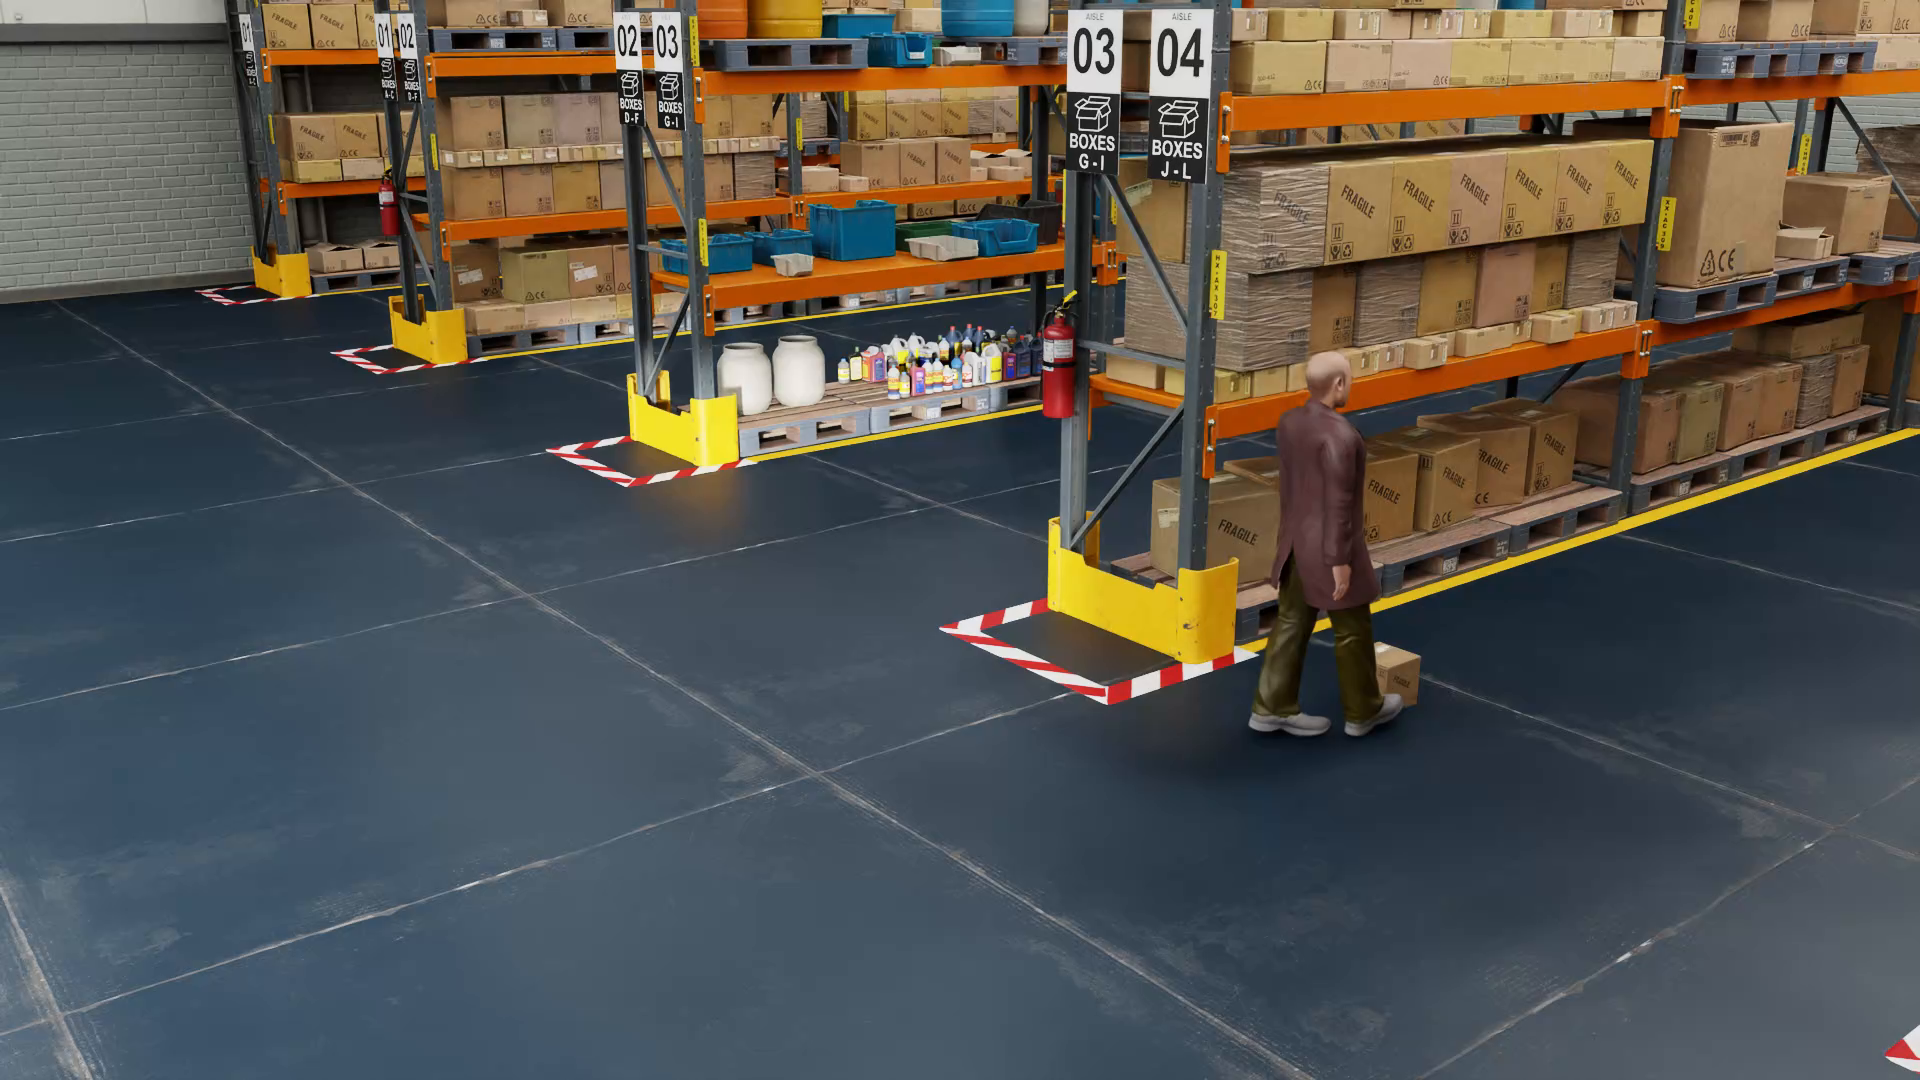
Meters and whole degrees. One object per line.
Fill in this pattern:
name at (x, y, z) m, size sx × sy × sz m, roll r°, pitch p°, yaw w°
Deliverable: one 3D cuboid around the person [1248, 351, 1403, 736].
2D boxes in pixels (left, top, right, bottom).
person at (1.711, 0.023, 7.490) m, size 0.754 × 1.770 × 0.599 m, roll -7°, pitch 19°, yaw -20°
